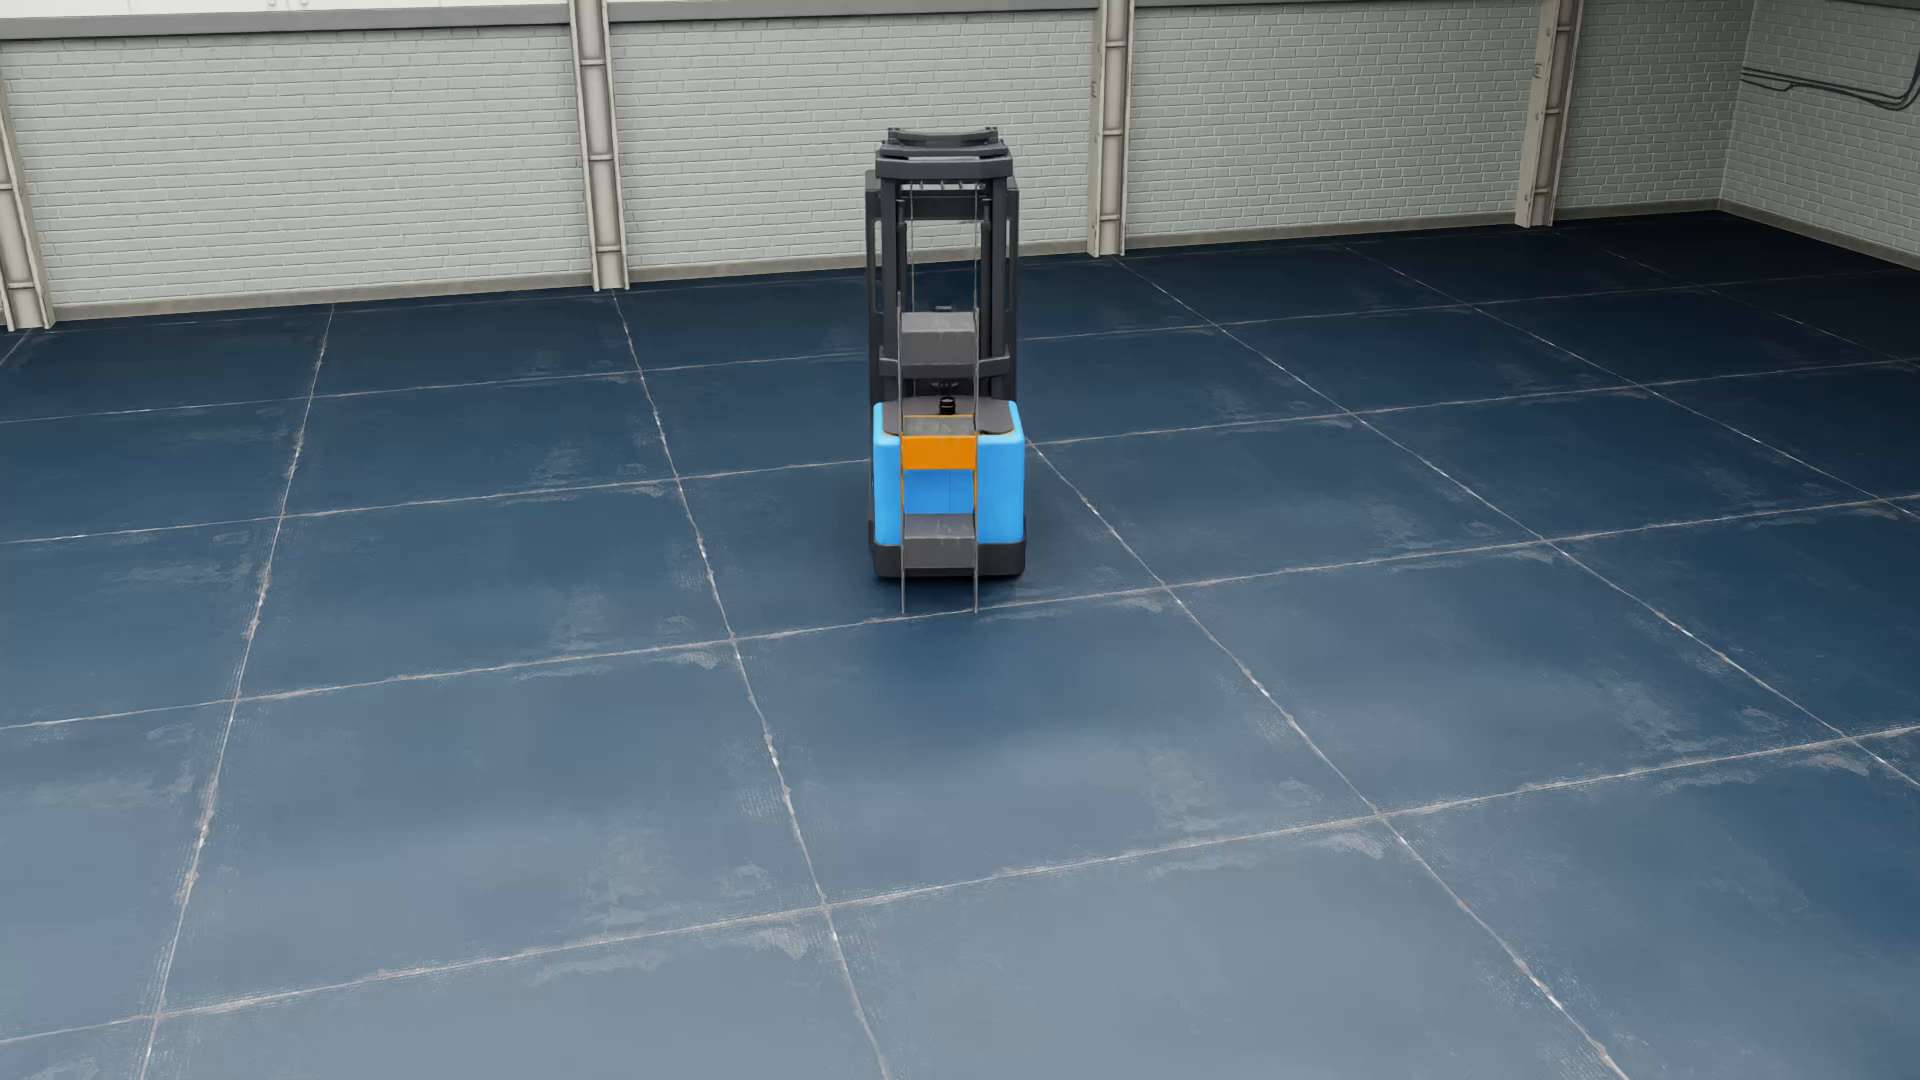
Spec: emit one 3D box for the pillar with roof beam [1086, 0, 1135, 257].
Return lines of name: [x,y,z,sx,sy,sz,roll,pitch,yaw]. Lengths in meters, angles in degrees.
pillar with roof beam: [2.954,-6.034,14.900,0.400,9.000,9.100,-6,24,-14]

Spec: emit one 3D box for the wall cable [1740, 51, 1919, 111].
wall cable: [10.761,-6.692,20.372,0.112,2.526,3.097,-6,24,-14]

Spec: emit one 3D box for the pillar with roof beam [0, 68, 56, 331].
pillar with roof beam: [-8.600,-4.755,11.921,0.400,9.000,9.100,-6,24,-14]

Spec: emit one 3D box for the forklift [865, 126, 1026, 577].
forklift: [-0.140,-1.627,12.325,1.130,2.935,3.031,-1,23,-3]

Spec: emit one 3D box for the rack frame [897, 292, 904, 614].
rack frame: [-0.384,-0.544,10.845,0.015,2.100,0.400,-1,24,-1]

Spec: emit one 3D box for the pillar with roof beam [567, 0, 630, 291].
pillar with roof beam: [-2.823,-5.395,13.410,0.400,9.000,9.100,-6,24,-14]

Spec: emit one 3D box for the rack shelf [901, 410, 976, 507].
rack shelf: [-0.141,-0.534,10.857,0.480,0.518,0.431,-1,24,-1]

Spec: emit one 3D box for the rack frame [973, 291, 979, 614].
rack frame: [0.103,-0.549,10.857,0.015,2.100,0.400,-1,24,-1]

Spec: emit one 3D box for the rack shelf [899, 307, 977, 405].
rack shelf: [-0.140,-1.173,10.571,0.480,0.518,0.431,-1,24,-1]

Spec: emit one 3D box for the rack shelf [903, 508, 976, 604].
rack shelf: [-0.141,0.105,11.143,0.480,0.518,0.431,-1,24,-1]

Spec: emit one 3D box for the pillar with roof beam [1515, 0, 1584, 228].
pillar with roof beam: [8.731,-6.673,16.389,0.400,9.000,9.100,-6,24,-14]

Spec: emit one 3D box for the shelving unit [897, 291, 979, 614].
shelving unit: [-0.141,-0.546,10.851,0.503,2.100,0.431,-1,24,-1]
